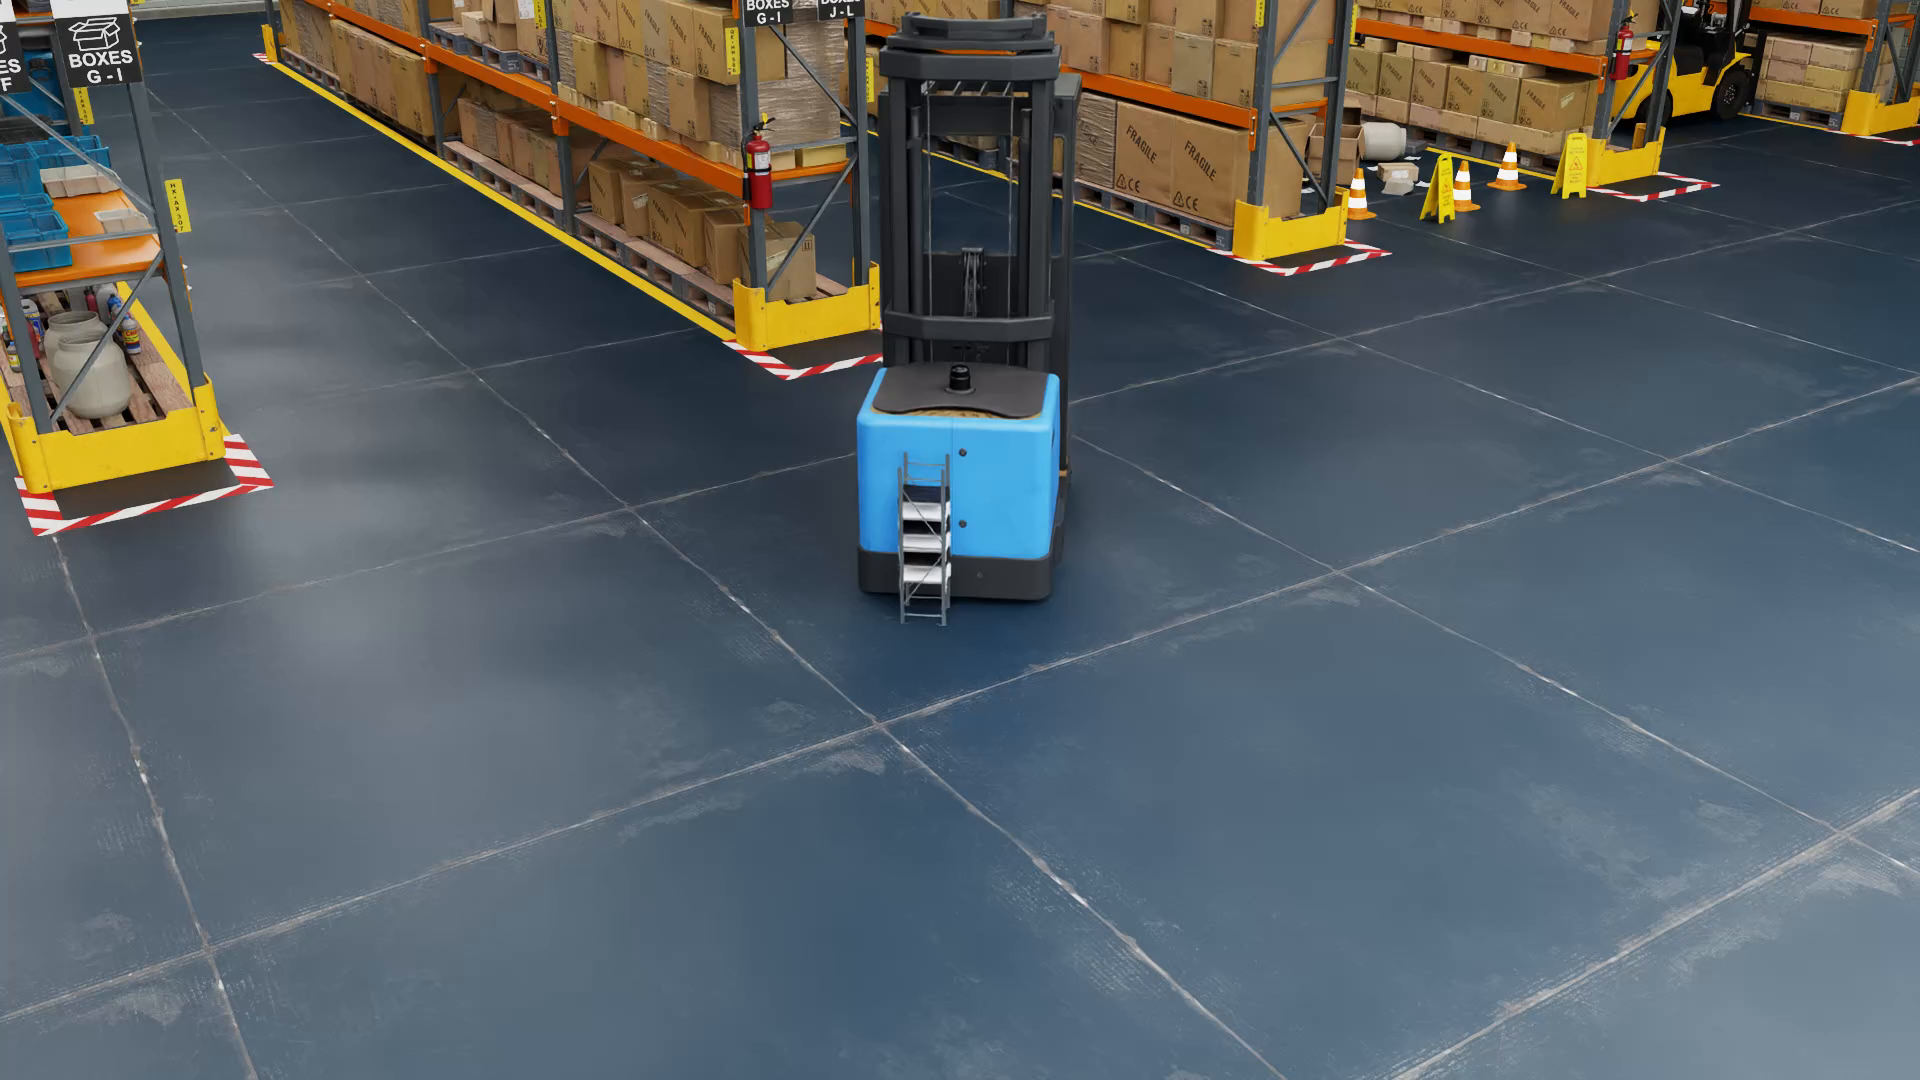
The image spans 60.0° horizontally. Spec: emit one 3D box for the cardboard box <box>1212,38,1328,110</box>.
[{"bbox_3d":[2.816,-4.277,15.120,0.875,0.550,0.550,-16,29,-30],"label":"cardboard box"}]

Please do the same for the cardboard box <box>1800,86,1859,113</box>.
[{"bbox_3d":[10.784,-5.476,20.564,0.500,0.250,0.500,-15,29,-29],"label":"cardboard box"}]

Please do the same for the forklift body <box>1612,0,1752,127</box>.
[{"bbox_3d":[8.742,-6.304,20.584,2.313,2.155,1.214,-16,29,-30],"label":"forklift body"}]

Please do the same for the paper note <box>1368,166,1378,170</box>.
[{"bbox_3d":[4.627,-4.142,18.501,0.148,0.019,0.142,-6,26,-12],"label":"paper note"}]

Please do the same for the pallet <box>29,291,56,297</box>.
[{"bbox_3d":[-7.949,-2.254,14.278,1.003,0.211,1.213,-16,29,-30],"label":"pallet"}]

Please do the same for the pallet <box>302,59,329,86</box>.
[{"bbox_3d":[-8.725,-6.725,23.749,1.003,0.211,1.213,-16,29,-30],"label":"pallet"}]

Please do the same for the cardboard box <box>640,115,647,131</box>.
[{"bbox_3d":[-2.468,-3.525,13.998,0.380,0.149,0.250,-16,29,-30],"label":"cardboard box"}]

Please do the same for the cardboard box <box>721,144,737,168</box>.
[{"bbox_3d":[-1.619,-2.997,12.879,0.380,0.149,0.250,-16,29,-30],"label":"cardboard box"}]

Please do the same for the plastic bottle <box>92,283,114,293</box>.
[{"bbox_3d":[-6.614,-1.897,12.843,0.144,0.351,0.185,-16,29,-30],"label":"plastic bottle"}]

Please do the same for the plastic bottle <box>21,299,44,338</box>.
[{"bbox_3d":[-6.950,-1.649,12.405,0.152,0.276,0.135,-16,29,-30],"label":"plastic bottle"}]

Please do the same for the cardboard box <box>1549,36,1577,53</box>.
[{"bbox_3d":[6.534,-5.312,17.782,0.380,0.149,0.250,-16,30,-30],"label":"cardboard box"}]

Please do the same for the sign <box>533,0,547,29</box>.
[{"bbox_3d":[-3.801,-4.791,15.028,0.100,0.325,0.005,-16,29,-30],"label":"sign"}]

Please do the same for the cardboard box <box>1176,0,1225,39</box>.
[{"bbox_3d":[2.509,-4.960,15.303,0.875,0.550,0.550,-16,29,-30],"label":"cardboard box"}]

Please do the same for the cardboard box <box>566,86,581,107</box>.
[{"bbox_3d":[-3.347,-4.045,15.099,0.380,0.149,0.250,-16,29,-30],"label":"cardboard box"}]

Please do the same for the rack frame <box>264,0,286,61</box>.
[{"bbox_3d":[-9.889,-8.690,24.644,1.000,3.000,0.127,-16,29,-30],"label":"rack frame"}]

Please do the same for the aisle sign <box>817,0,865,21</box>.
[{"bbox_3d":[-0.869,-4.191,12.068,0.394,0.787,0.004,-16,29,-30],"label":"aisle sign"}]

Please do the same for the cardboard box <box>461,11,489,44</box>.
[{"bbox_3d":[-4.800,-5.298,17.142,0.500,0.250,0.500,-16,30,-31],"label":"cardboard box"}]

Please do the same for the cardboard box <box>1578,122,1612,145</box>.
[{"bbox_3d":[6.940,-4.576,18.659,0.500,0.250,0.500,-16,30,-30],"label":"cardboard box"}]

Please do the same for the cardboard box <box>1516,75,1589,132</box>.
[{"bbox_3d":[6.493,-4.788,18.229,0.500,0.500,0.500,-15,29,-29],"label":"cardboard box"}]

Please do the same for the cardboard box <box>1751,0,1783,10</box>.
[{"bbox_3d":[10.261,-6.966,20.875,0.500,0.500,0.500,-16,30,-31],"label":"cardboard box"}]

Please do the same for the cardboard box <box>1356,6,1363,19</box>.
[{"bbox_3d":[4.868,-6.406,20.101,0.380,0.149,0.250,-16,29,-30],"label":"cardboard box"}]

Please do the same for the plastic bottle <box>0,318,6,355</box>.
[{"bbox_3d":[-6.865,-1.481,12.049,0.152,0.276,0.135,-16,30,-31],"label":"plastic bottle"}]

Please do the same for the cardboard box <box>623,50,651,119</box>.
[{"bbox_3d":[-2.305,-3.871,13.971,0.875,0.500,0.500,-16,29,-30],"label":"cardboard box"}]

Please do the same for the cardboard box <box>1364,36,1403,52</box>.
[{"bbox_3d":[5.079,-5.954,19.939,0.380,0.149,0.250,-15,29,-29],"label":"cardboard box"}]

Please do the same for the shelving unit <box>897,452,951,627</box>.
[{"bbox_3d":[-0.184,0.001,8.693,0.258,0.900,0.210,3,25,6],"label":"shelving unit"}]

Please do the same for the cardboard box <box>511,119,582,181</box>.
[{"bbox_3d":[-4.206,-4.066,17.262,0.700,0.500,0.500,-18,31,-34],"label":"cardboard box"}]

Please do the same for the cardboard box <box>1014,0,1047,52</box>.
[{"bbox_3d":[1.084,-5.456,17.619,0.875,0.550,0.550,-16,29,-30],"label":"cardboard box"}]

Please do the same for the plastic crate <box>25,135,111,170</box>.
[{"bbox_3d":[-6.656,-2.844,12.435,0.499,0.251,0.616,-16,29,-30],"label":"plastic crate"}]

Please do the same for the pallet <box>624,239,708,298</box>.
[{"bbox_3d":[-2.272,-2.468,14.731,1.003,0.211,1.213,-16,29,-30],"label":"pallet"}]

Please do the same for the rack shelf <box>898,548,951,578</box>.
[{"bbox_3d":[-0.184,0.113,8.746,0.258,0.077,0.200,3,25,6],"label":"rack shelf"}]

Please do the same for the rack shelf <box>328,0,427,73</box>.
[{"bbox_3d":[-6.614,-6.219,20.252,1.077,0.370,4.000,-16,29,-30],"label":"rack shelf"}]

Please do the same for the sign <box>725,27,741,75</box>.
[{"bbox_3d":[-1.631,-3.512,11.948,0.100,0.325,0.005,-16,29,-30],"label":"sign"}]

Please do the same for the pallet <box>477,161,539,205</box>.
[{"bbox_3d":[-4.435,-3.852,17.662,1.003,0.211,1.213,-16,29,-30],"label":"pallet"}]

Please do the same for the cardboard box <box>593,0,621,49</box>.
[{"bbox_3d":[-2.759,-4.452,14.030,0.500,0.500,0.500,-16,29,-30],"label":"cardboard box"}]

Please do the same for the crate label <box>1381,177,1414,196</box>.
[{"bbox_3d":[4.607,-3.722,17.473,0.298,0.136,0.250,12,28,24],"label":"crate label"}]

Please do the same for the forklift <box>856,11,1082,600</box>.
[{"bbox_3d":[0.120,-1.601,9.708,1.130,2.935,3.031,3,25,6],"label":"forklift"}]

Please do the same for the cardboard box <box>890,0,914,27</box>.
[{"bbox_3d":[-0.467,-6.230,19.316,0.500,0.500,0.500,-16,30,-30],"label":"cardboard box"}]

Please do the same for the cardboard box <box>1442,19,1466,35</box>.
[{"bbox_3d":[5.720,-5.863,18.950,0.380,0.149,0.250,-16,29,-30],"label":"cardboard box"}]

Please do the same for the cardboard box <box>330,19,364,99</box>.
[{"bbox_3d":[-7.339,-6.264,21.503,1.225,0.875,0.875,-15,29,-29],"label":"cardboard box"}]

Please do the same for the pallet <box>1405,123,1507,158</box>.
[{"bbox_3d":[6.031,-4.778,19.623,1.003,0.211,1.213,-16,29,-30],"label":"pallet"}]

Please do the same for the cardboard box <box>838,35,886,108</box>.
[{"bbox_3d":[-1.054,-5.882,20.840,1.050,0.750,0.750,-16,30,-30],"label":"cardboard box"}]

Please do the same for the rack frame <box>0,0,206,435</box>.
[{"bbox_3d":[-5.304,-1.813,10.077,1.000,3.000,0.127,-16,29,-30],"label":"rack frame"}]

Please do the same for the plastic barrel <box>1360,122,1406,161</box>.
[{"bbox_3d":[4.752,-4.498,18.781,0.512,0.421,0.421,3,25,6],"label":"plastic barrel"}]

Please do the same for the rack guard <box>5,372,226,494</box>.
[{"bbox_3d":[-5.385,-0.699,10.645,1.175,0.500,0.348,-16,29,-30],"label":"rack guard"}]

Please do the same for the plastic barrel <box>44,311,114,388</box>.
[{"bbox_3d":[-6.001,-1.275,11.359,0.421,0.512,0.421,0,25,0],"label":"plastic barrel"}]

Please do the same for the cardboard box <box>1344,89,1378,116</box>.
[{"bbox_3d":[5.061,-5.380,20.362,0.500,0.250,0.500,-17,30,-32],"label":"cardboard box"}]

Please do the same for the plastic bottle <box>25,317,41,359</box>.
[{"bbox_3d":[-6.700,-1.460,11.995,0.061,0.283,0.133,-16,29,-30],"label":"plastic bottle"}]

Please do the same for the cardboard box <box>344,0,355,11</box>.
[{"bbox_3d":[-7.389,-6.902,20.740,0.500,0.500,0.500,-15,29,-29],"label":"cardboard box"}]

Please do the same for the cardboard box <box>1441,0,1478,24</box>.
[{"bbox_3d":[5.821,-6.132,18.760,0.500,0.500,0.500,-15,29,-29],"label":"cardboard box"}]

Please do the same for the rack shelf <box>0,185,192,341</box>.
[{"bbox_3d":[-6.396,-2.203,11.746,1.077,0.370,4.000,-16,29,-30],"label":"rack shelf"}]

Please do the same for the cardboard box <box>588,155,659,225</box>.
[{"bbox_3d":[-3.153,-3.305,15.674,0.500,0.500,0.500,-17,30,-31],"label":"cardboard box"}]

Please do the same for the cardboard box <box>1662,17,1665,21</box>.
[{"bbox_3d":[9.394,-6.833,22.268,0.500,0.250,0.500,-15,29,-29],"label":"cardboard box"}]

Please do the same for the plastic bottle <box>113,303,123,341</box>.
[{"bbox_3d":[-6.220,-1.622,12.352,0.097,0.271,0.097,0,25,0],"label":"plastic bottle"}]

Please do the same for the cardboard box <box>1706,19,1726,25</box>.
[{"bbox_3d":[10.106,-6.771,22.138,0.500,0.250,0.500,-15,29,-29],"label":"cardboard box"}]
